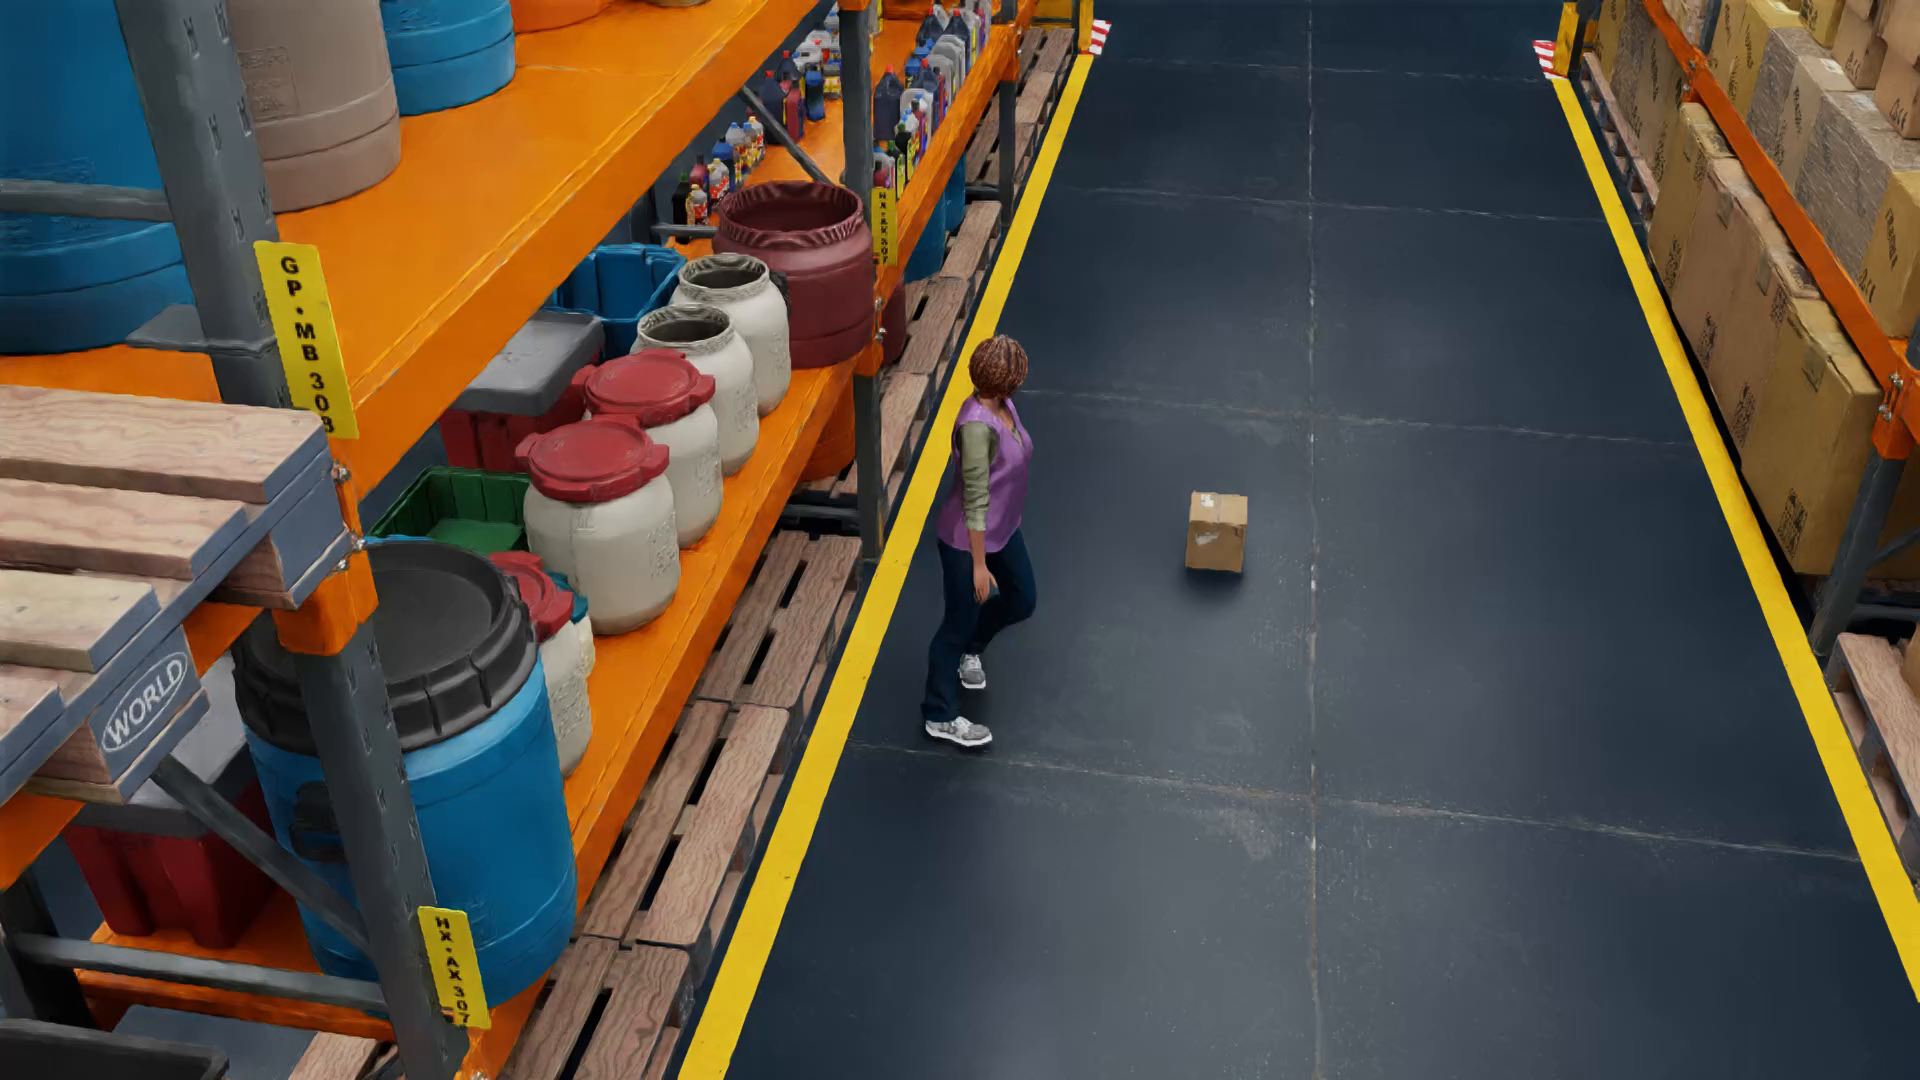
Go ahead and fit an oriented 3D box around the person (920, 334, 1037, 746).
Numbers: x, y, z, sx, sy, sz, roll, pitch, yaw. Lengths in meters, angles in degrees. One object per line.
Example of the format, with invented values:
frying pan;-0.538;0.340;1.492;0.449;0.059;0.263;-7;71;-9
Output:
person;0.066;-0.001;6.156;0.389;1.556;0.522;14;36;21
